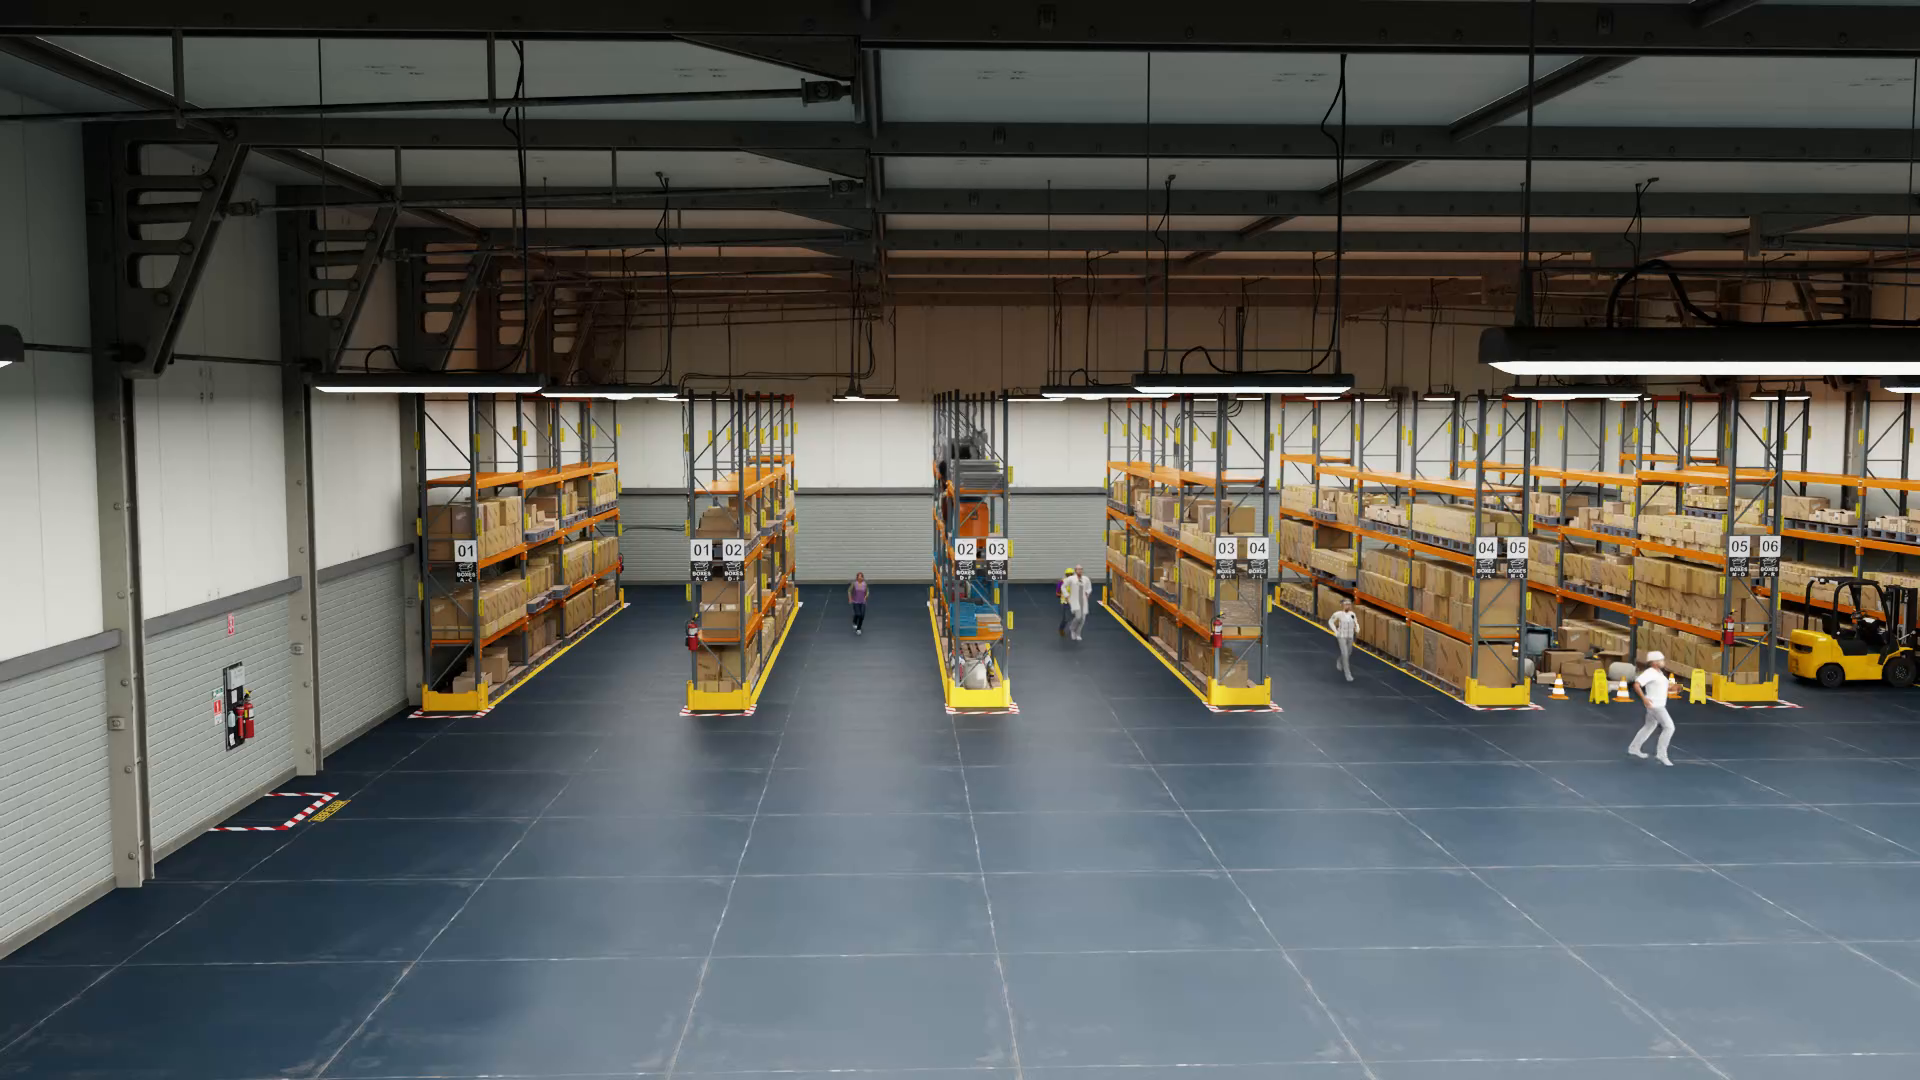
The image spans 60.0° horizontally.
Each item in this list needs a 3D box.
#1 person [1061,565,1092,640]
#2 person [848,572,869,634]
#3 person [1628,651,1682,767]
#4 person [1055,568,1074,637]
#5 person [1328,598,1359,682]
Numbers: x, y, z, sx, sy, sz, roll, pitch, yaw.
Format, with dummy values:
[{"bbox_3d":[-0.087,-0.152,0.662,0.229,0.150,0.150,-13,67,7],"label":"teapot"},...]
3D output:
[{"bbox_3d":[2.737,1.490,38.234,0.695,1.666,0.613,-2,5,-18],"label":"person"},{"bbox_3d":[-2.500,1.576,41.279,0.515,1.554,0.627,-1,5,-15],"label":"person"},{"bbox_3d":[11.084,2.680,26.515,0.766,1.828,0.669,2,5,26],"label":"person"},{"bbox_3d":[2.635,1.522,40.003,0.703,1.699,1.012,-1,5,-16],"label":"person"},{"bbox_3d":[8.049,2.058,34.769,0.618,1.691,0.871,-1,5,-11],"label":"person"}]
